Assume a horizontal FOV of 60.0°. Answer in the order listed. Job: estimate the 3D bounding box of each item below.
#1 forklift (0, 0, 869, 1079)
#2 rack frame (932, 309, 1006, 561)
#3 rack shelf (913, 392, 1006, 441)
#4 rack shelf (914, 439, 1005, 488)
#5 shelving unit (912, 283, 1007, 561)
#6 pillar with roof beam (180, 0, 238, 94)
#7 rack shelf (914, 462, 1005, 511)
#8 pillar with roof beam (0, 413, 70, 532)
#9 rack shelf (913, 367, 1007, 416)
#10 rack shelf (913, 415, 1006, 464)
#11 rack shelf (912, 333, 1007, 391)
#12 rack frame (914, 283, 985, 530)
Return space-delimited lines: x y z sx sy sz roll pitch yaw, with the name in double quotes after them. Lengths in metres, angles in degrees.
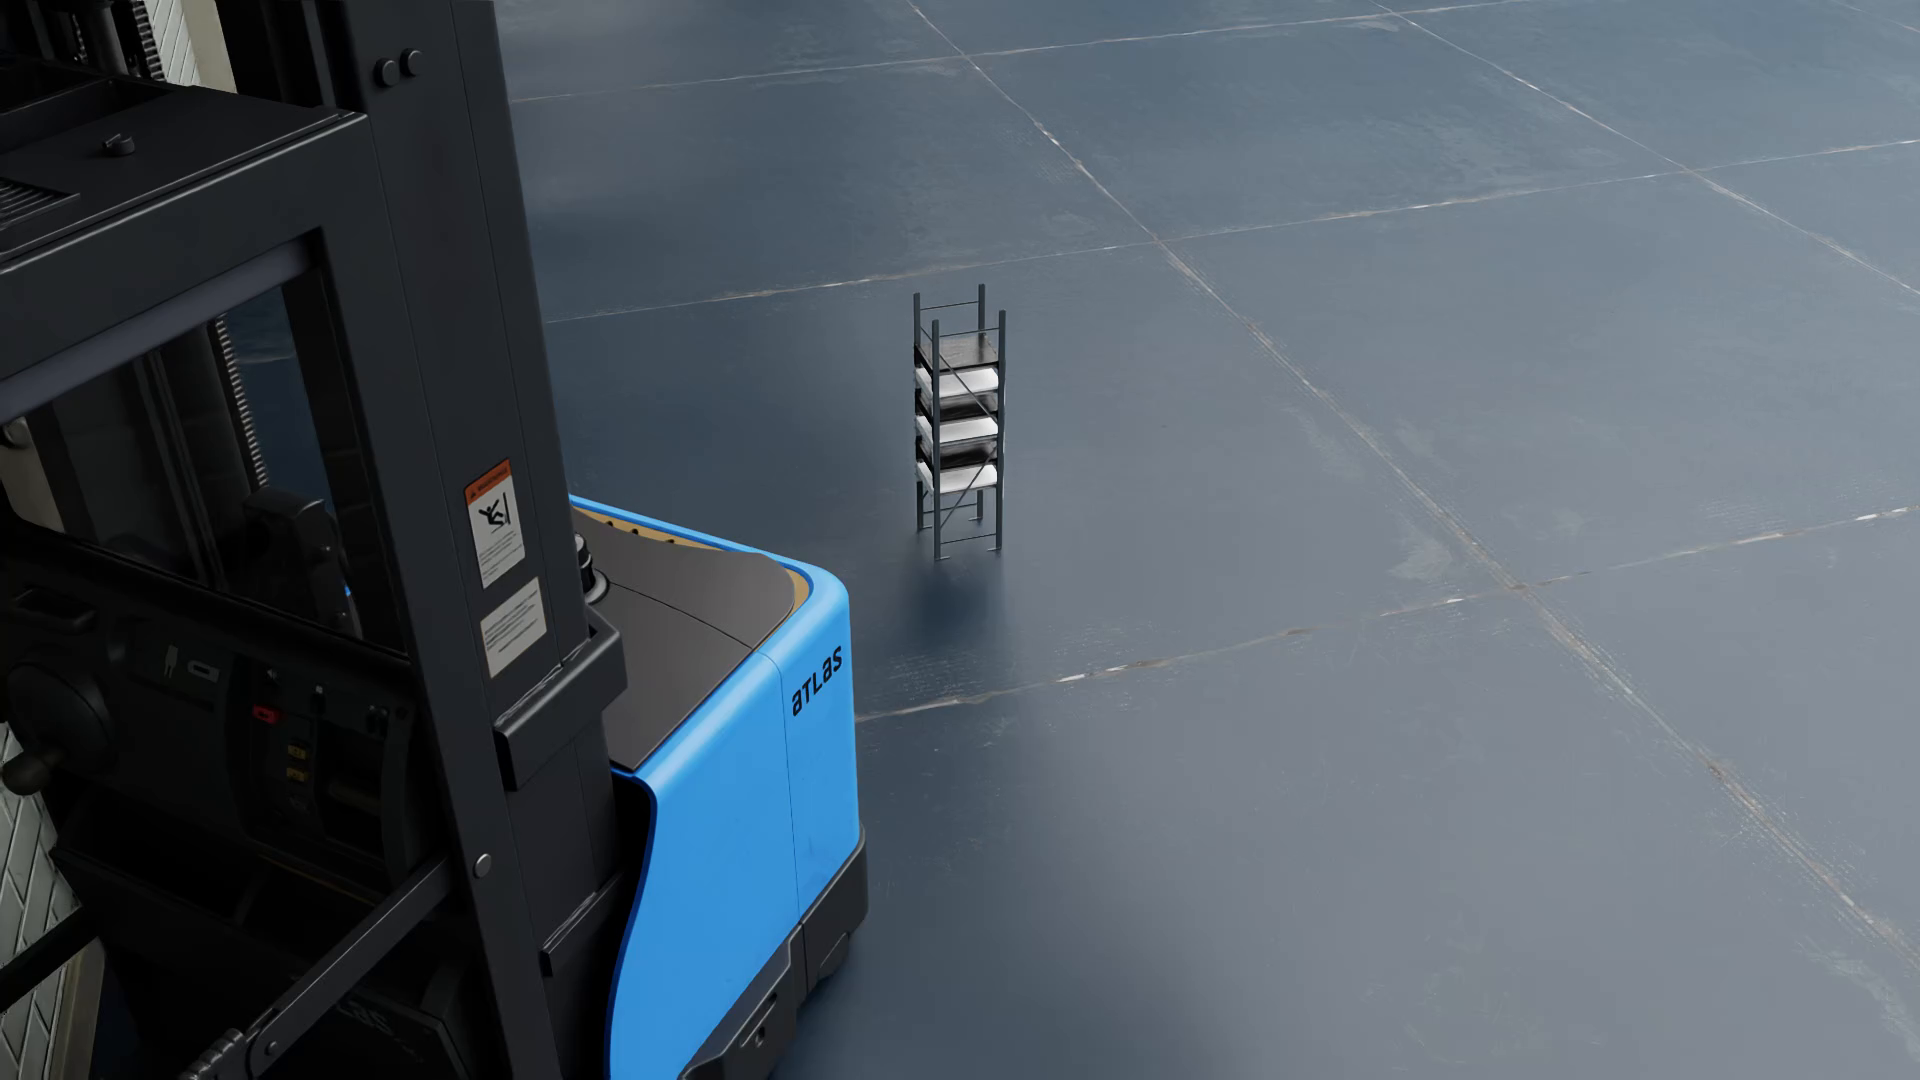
-1.339 0.357 2.551 1.130 2.935 3.031 15 36 22 "forklift"
0.029 -0.326 5.428 0.240 0.900 0.006 -10 35 -15 "rack frame"
-0.002 -0.427 5.477 0.258 0.077 0.200 -10 35 -15 "rack shelf"
-0.002 -0.277 5.576 0.258 0.077 0.200 -10 35 -15 "rack shelf"
-0.002 -0.380 5.508 0.258 0.900 0.210 -10 35 -15 "shelving unit"
0.143 -6.769 7.831 9.100 9.000 0.400 -10 35 -15 "pillar with roof beam"
-0.002 -0.202 5.626 0.258 0.077 0.200 -10 35 -15 "rack shelf"
1.973 -3.619 3.064 9.100 9.000 0.400 -10 35 -15 "pillar with roof beam"
-0.002 -0.502 5.427 0.258 0.077 0.200 -10 35 -15 "rack shelf"
-0.002 -0.352 5.527 0.258 0.077 0.200 -10 35 -15 "rack shelf"
-0.002 -0.577 5.378 0.258 0.077 0.200 -10 35 -15 "rack shelf"
-0.033 -0.433 5.589 0.240 0.900 0.006 -10 35 -15 "rack frame"
